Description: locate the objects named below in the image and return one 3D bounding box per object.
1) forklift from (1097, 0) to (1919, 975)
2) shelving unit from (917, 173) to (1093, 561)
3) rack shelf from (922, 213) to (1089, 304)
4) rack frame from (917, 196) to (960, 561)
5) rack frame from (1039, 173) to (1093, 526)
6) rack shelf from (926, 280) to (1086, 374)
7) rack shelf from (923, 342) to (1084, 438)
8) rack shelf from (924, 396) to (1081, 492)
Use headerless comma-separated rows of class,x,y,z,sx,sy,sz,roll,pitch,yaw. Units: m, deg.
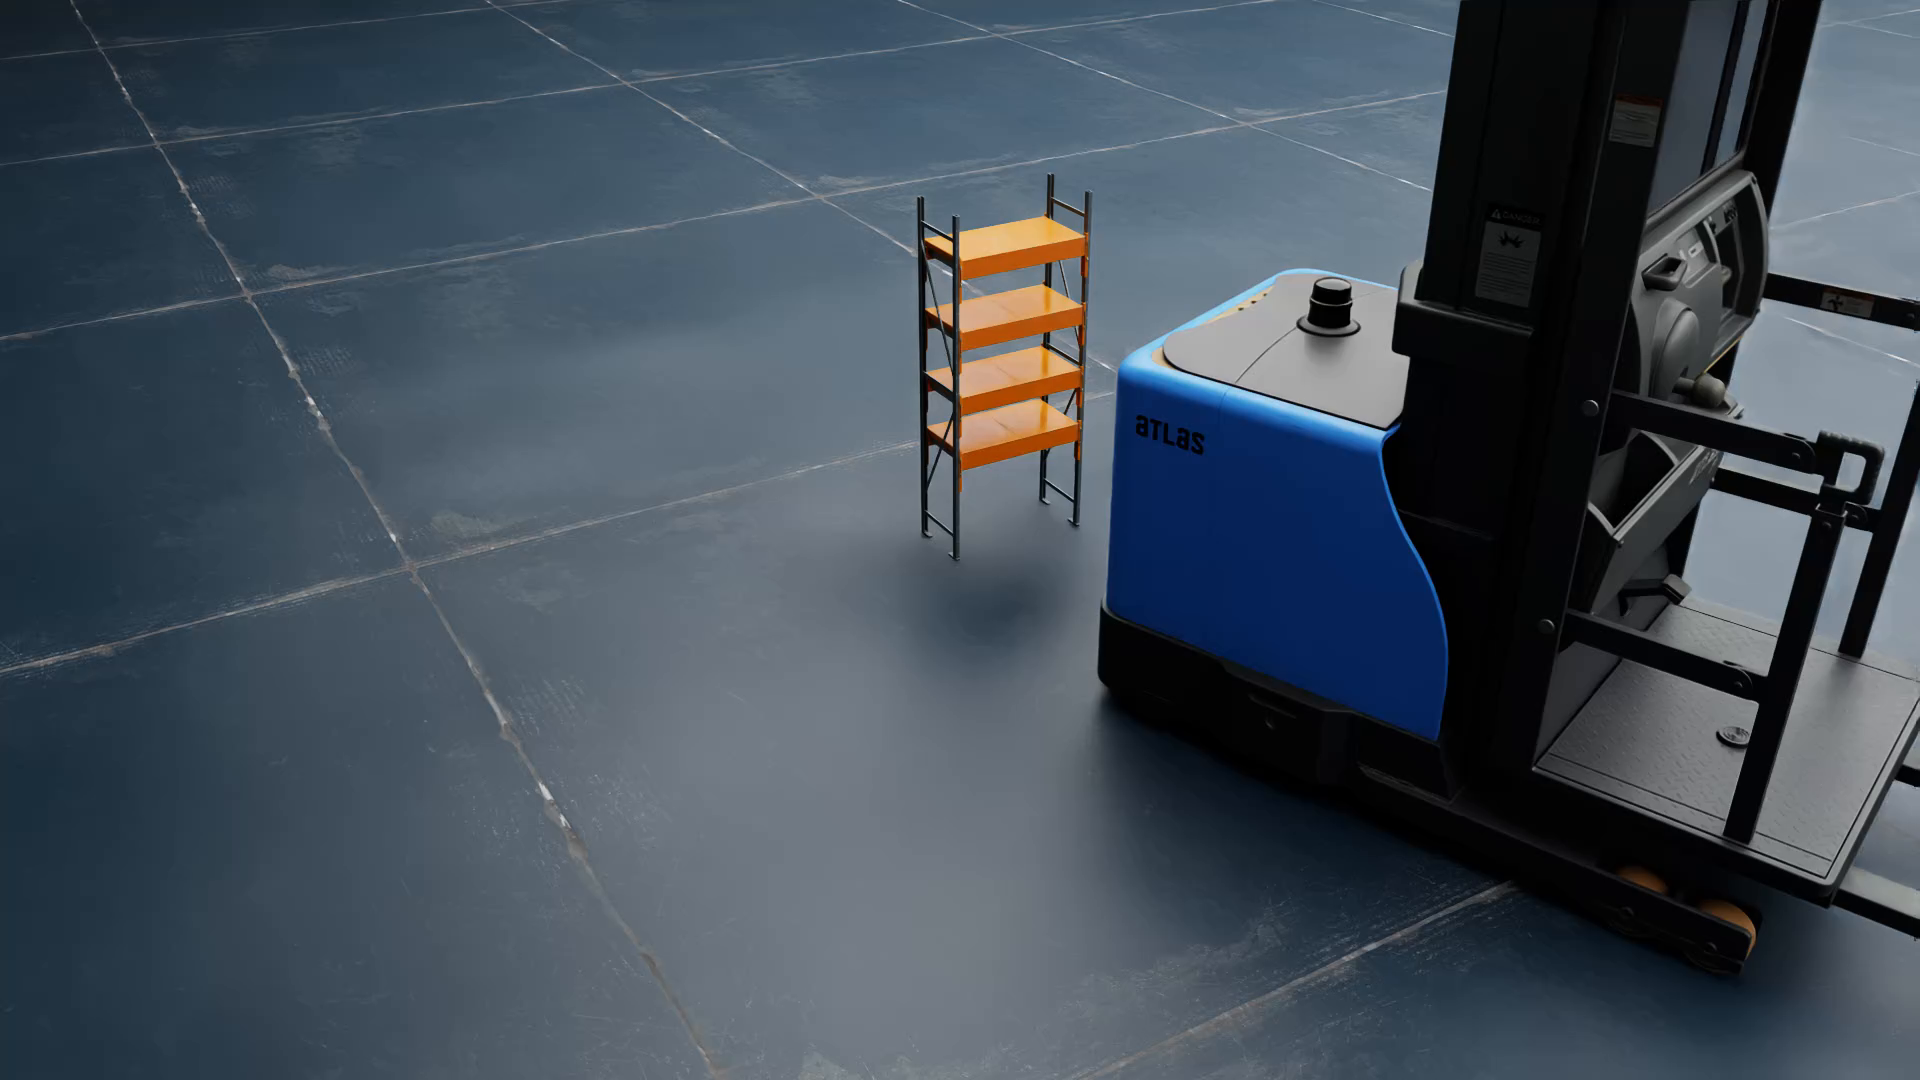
forklift,1.871,-0.559,3.729,3.031,2.935,1.130,21,35,33
shelving unit,0.143,-0.566,5.534,0.503,1.200,0.258,-16,33,-26
rack shelf,0.143,-0.910,5.344,0.480,0.148,0.258,-16,33,-26
rack frame,-0.068,-0.506,5.425,0.015,1.200,0.240,-16,33,-26
rack frame,0.353,-0.626,5.642,0.015,1.200,0.240,-16,33,-26
rack shelf,0.143,-0.703,5.458,0.480,0.148,0.258,-16,33,-26
rack shelf,0.143,-0.507,5.566,0.480,0.148,0.258,-16,33,-26
rack shelf,0.143,-0.333,5.662,0.480,0.148,0.258,-16,33,-26
